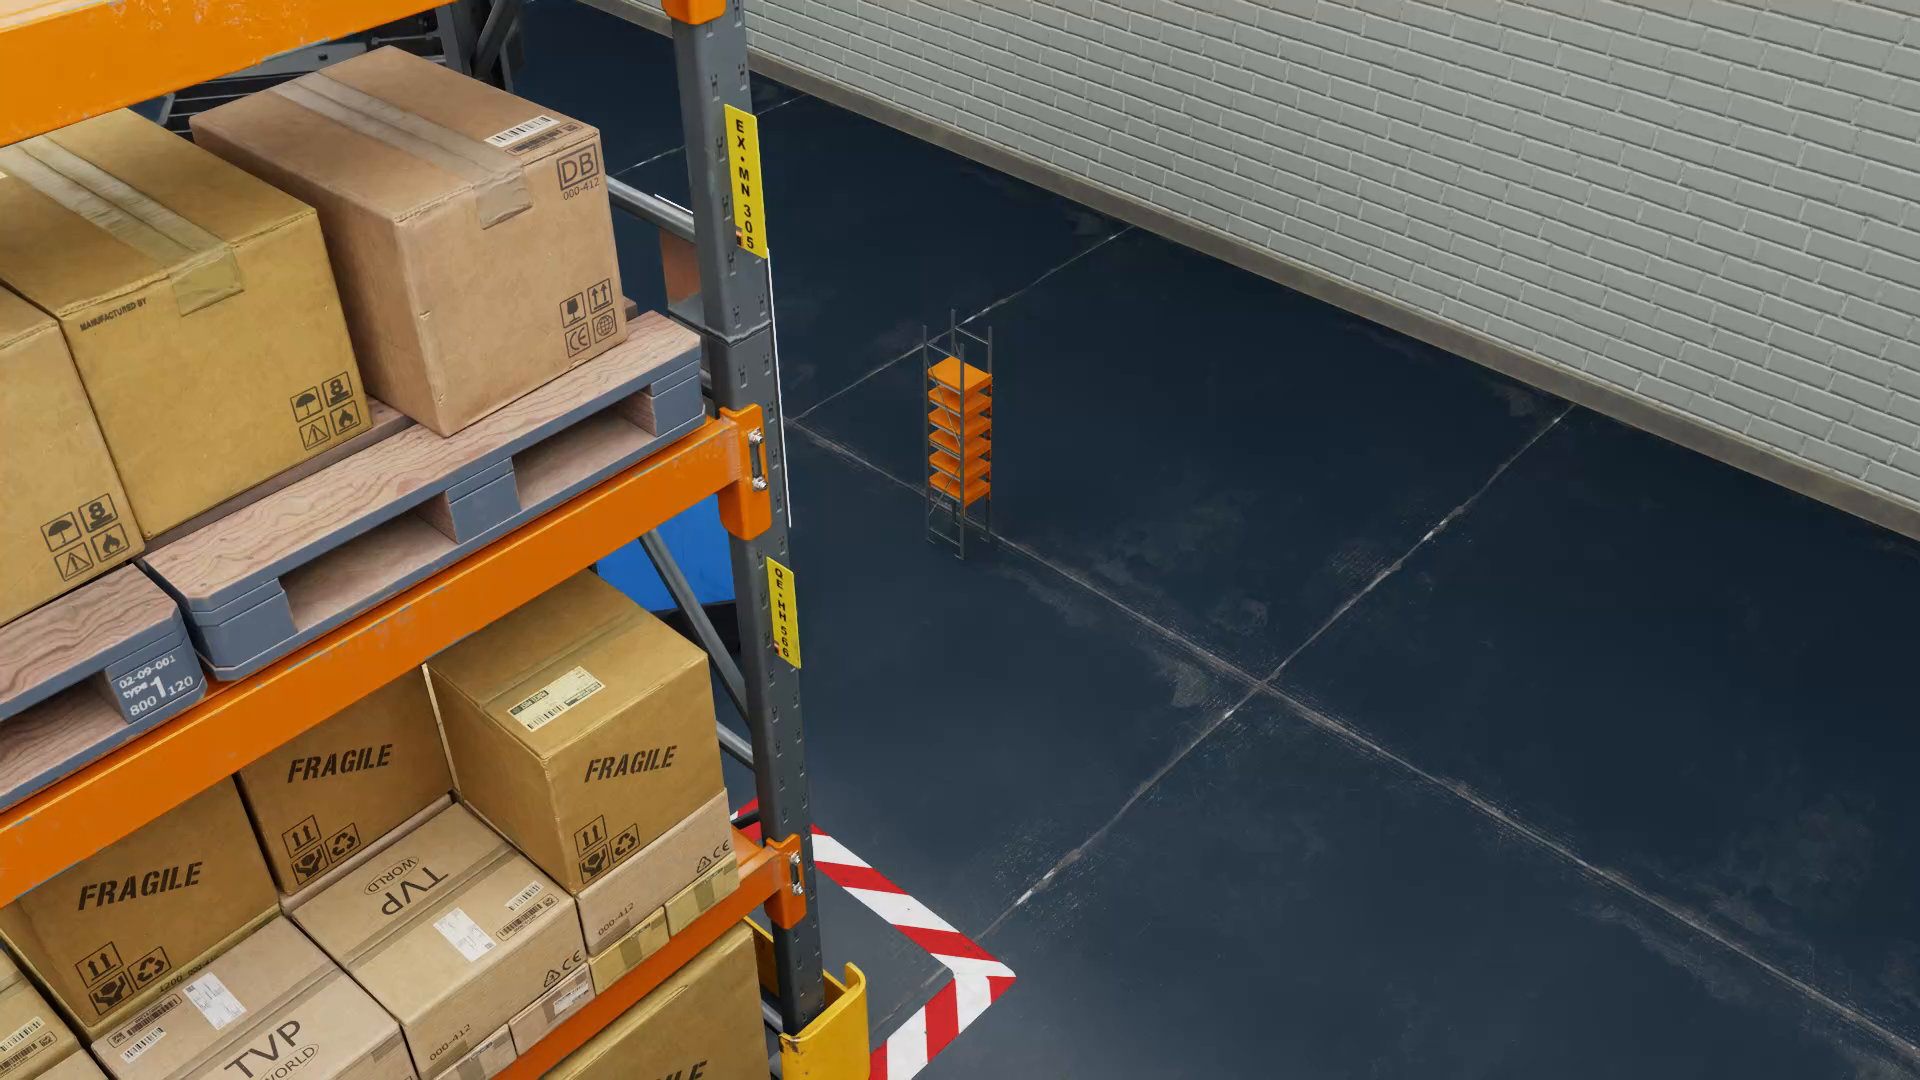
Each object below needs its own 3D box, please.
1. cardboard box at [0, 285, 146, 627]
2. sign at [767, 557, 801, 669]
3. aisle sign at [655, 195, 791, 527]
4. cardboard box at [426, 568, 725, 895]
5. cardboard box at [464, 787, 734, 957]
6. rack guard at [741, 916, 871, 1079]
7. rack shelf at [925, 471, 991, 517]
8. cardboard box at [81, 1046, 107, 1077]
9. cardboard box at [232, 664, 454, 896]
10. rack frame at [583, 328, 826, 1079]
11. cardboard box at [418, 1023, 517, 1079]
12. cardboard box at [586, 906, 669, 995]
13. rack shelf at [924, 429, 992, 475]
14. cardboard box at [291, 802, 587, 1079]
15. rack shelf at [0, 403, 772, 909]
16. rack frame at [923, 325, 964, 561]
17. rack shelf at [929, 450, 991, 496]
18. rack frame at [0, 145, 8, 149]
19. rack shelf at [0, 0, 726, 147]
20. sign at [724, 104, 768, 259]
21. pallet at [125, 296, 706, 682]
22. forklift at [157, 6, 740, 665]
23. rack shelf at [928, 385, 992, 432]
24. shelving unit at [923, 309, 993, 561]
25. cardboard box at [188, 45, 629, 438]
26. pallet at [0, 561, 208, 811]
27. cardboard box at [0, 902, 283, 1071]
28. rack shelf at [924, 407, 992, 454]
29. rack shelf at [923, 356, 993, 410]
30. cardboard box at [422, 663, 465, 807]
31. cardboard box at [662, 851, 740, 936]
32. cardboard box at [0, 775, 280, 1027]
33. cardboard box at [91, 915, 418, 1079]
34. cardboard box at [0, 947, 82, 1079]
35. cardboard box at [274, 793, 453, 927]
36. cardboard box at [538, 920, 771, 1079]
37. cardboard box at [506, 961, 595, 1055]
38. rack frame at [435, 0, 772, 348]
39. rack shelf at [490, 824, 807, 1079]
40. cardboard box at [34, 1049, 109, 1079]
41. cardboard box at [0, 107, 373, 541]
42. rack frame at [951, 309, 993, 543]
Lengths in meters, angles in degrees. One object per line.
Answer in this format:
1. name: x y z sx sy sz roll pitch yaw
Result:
1. cardboard box: -1.938 -0.189 2.953 0.700 0.500 0.500 26 45 29
2. sign: -0.454 0.189 4.265 0.100 0.325 0.005 30 47 32
3. aisle sign: -0.575 -0.424 4.068 0.394 0.787 0.004 30 47 32
4. cardboard box: -0.979 0.483 4.295 0.500 0.500 0.500 30 47 32
5. cardboard box: -0.976 0.777 4.528 0.500 0.250 0.500 29 47 31
6. rack guard: -0.829 1.468 5.786 1.175 0.500 0.348 30 47 32
7. rack shelf: -0.010 -0.240 7.829 0.258 0.103 0.180 30 47 32
8. cardboard box: -2.193 1.215 4.297 0.380 0.149 0.250 29 47 31
9. cardboard box: -1.705 0.486 4.291 0.500 0.500 0.500 28 47 31
10. rack frame: -0.845 0.500 4.994 1.000 3.000 0.127 30 47 32
11. cardboard box: -1.356 1.250 4.253 0.380 0.149 0.250 31 48 33
12. cardboard box: -1.016 1.021 4.542 0.380 0.149 0.250 30 47 32
13. rack shelf: -0.010 -0.428 7.679 0.258 0.103 0.180 30 47 32
14. cardboard box: -1.319 1.010 4.235 0.500 0.250 0.500 29 47 31
15. rack shelf: -2.194 0.527 3.129 1.077 0.370 4.000 30 47 32
16. rack frame: -0.071 -0.421 7.599 0.240 1.200 0.006 30 47 32
17. rack shelf: -0.010 -0.334 7.754 0.258 0.103 0.180 30 47 32
18. rack frame: -4.501 -1.579 7.610 1.000 3.000 0.127 30 47 32
19. rack shelf: -2.194 -0.491 2.320 1.077 0.370 4.000 30 47 32
20. sign: -0.454 -0.755 3.515 0.100 0.325 0.005 30 47 32
21. pallet: -1.338 -0.294 3.654 1.003 0.211 1.213 30 47 32
22. forklift: -2.396 -0.770 6.647 3.031 2.935 1.130 -8 39 -10
23. rack shelf: -0.010 -0.616 7.530 0.258 0.103 0.180 30 47 32
24. shelving unit: -0.010 -0.463 7.652 0.258 1.200 0.189 30 47 32
25. cardboard box: -1.156 -0.655 3.539 0.700 0.500 0.500 27 46 29
26. pallet: -2.161 0.269 2.946 1.003 0.211 1.213 30 47 32
27. cardboard box: -2.055 1.021 4.221 0.500 0.250 0.500 28 46 31
28. rack shelf: -0.010 -0.522 7.605 0.258 0.103 0.180 30 47 32
29. rack shelf: -0.010 -0.710 7.455 0.258 0.103 0.180 30 47 32
30. cardboard box: -1.368 0.550 4.813 0.500 0.250 0.500 28 46 31
31. cardboard box: -0.842 0.901 4.693 0.380 0.149 0.250 31 48 33
32. cardboard box: -2.050 0.727 3.989 0.500 0.500 0.500 28 46 31
33. cardboard box: -1.662 1.244 3.941 0.500 0.250 0.500 28 46 31
34. cardboard box: -2.403 1.263 3.917 0.500 0.250 0.500 29 47 31
35. cardboard box: -1.714 0.791 4.510 0.500 0.250 0.500 29 47 31
36. cardboard box: -1.217 1.495 5.113 0.875 0.875 0.875 30 47 32
37. cardboard box: -1.187 1.136 4.396 0.380 0.149 0.250 30 47 32
38. rack frame: -0.845 -1.848 3.127 1.000 3.000 0.127 30 47 32
39. rack shelf: -2.194 1.701 4.063 1.077 0.370 4.000 30 47 32
40. cardboard box: -2.010 1.485 3.638 0.500 0.250 0.500 30 47 32
41. cardboard box: -1.625 -0.447 3.277 0.700 0.500 0.500 28 46 30
42. rack frame: 0.052 -0.505 7.705 0.240 1.200 0.006 30 47 32
